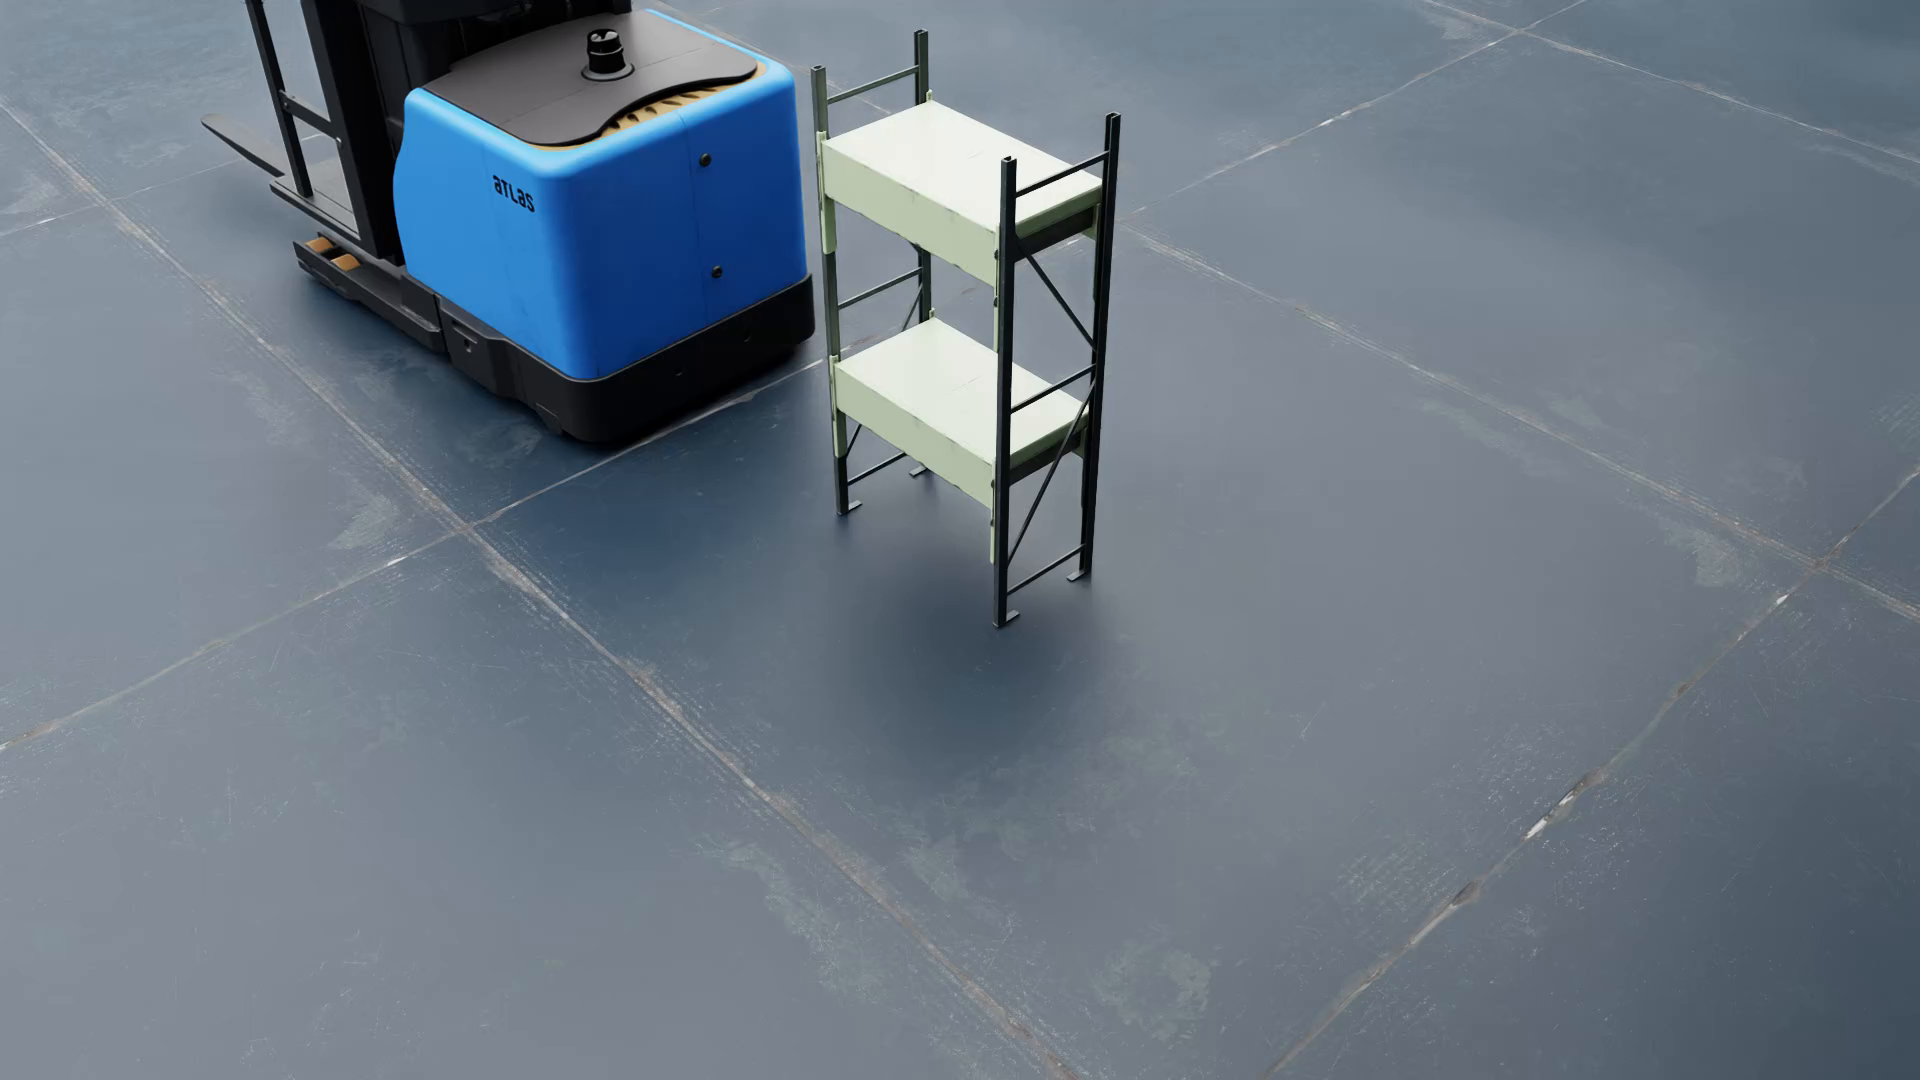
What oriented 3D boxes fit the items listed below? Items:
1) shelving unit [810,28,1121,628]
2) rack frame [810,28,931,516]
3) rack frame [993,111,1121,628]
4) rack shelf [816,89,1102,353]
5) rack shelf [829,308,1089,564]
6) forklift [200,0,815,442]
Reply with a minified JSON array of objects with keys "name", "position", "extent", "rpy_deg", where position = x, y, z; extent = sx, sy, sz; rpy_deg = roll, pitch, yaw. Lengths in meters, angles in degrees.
[{"name":"shelving unit","position":[0.005,-0.580,4.775],"extent":[0.431,1.500,0.755],"rpy_deg":[-30,48,-32]},{"name":"rack frame","position":[-0.243,-0.750,4.985],"extent":[0.400,1.500,0.023],"rpy_deg":[-30,48,-32]},{"name":"rack frame","position":[0.252,-0.411,4.565],"extent":[0.400,1.500,0.023],"rpy_deg":[-30,48,-32]},{"name":"rack shelf","position":[0.005,-0.884,4.530],"extent":[0.431,0.370,0.720],"rpy_deg":[-30,48,-32]},{"name":"rack shelf","position":[0.005,-0.327,4.980],"extent":[0.431,0.370,0.720],"rpy_deg":[-30,48,-32]},{"name":"forklift","position":[-1.943,-2.278,5.738],"extent":[3.031,2.935,1.130],"rpy_deg":[31,48,33]}]
